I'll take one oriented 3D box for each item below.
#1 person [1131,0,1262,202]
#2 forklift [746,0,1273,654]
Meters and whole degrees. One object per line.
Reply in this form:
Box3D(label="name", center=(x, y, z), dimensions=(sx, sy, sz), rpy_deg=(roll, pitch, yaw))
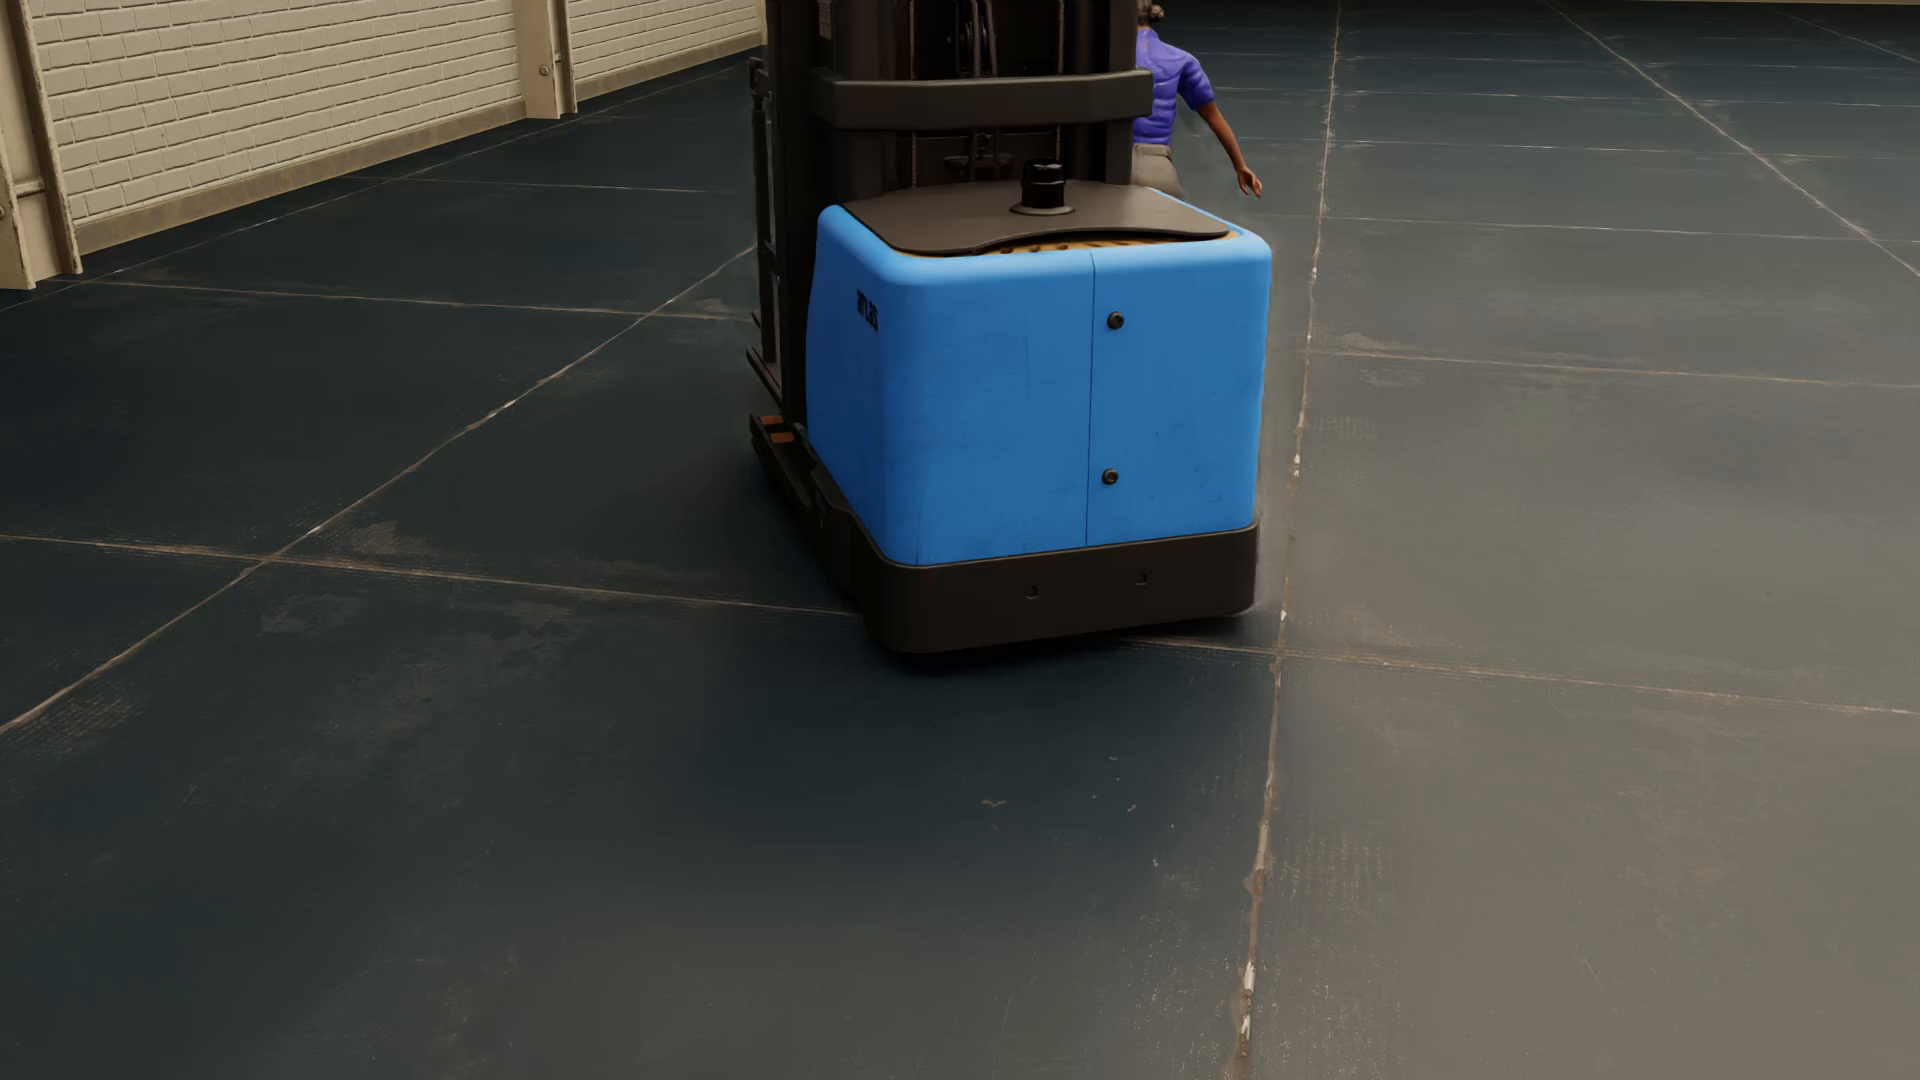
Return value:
Box3D(label="person", center=(0.787, -1.522, 7.010), dimensions=(0.916, 1.536, 0.461), rpy_deg=(-1, 22, -1))
Box3D(label="forklift", center=(-0.102, -1.594, 5.175), dimensions=(1.130, 2.935, 3.031), rpy_deg=(-6, 23, -15))
